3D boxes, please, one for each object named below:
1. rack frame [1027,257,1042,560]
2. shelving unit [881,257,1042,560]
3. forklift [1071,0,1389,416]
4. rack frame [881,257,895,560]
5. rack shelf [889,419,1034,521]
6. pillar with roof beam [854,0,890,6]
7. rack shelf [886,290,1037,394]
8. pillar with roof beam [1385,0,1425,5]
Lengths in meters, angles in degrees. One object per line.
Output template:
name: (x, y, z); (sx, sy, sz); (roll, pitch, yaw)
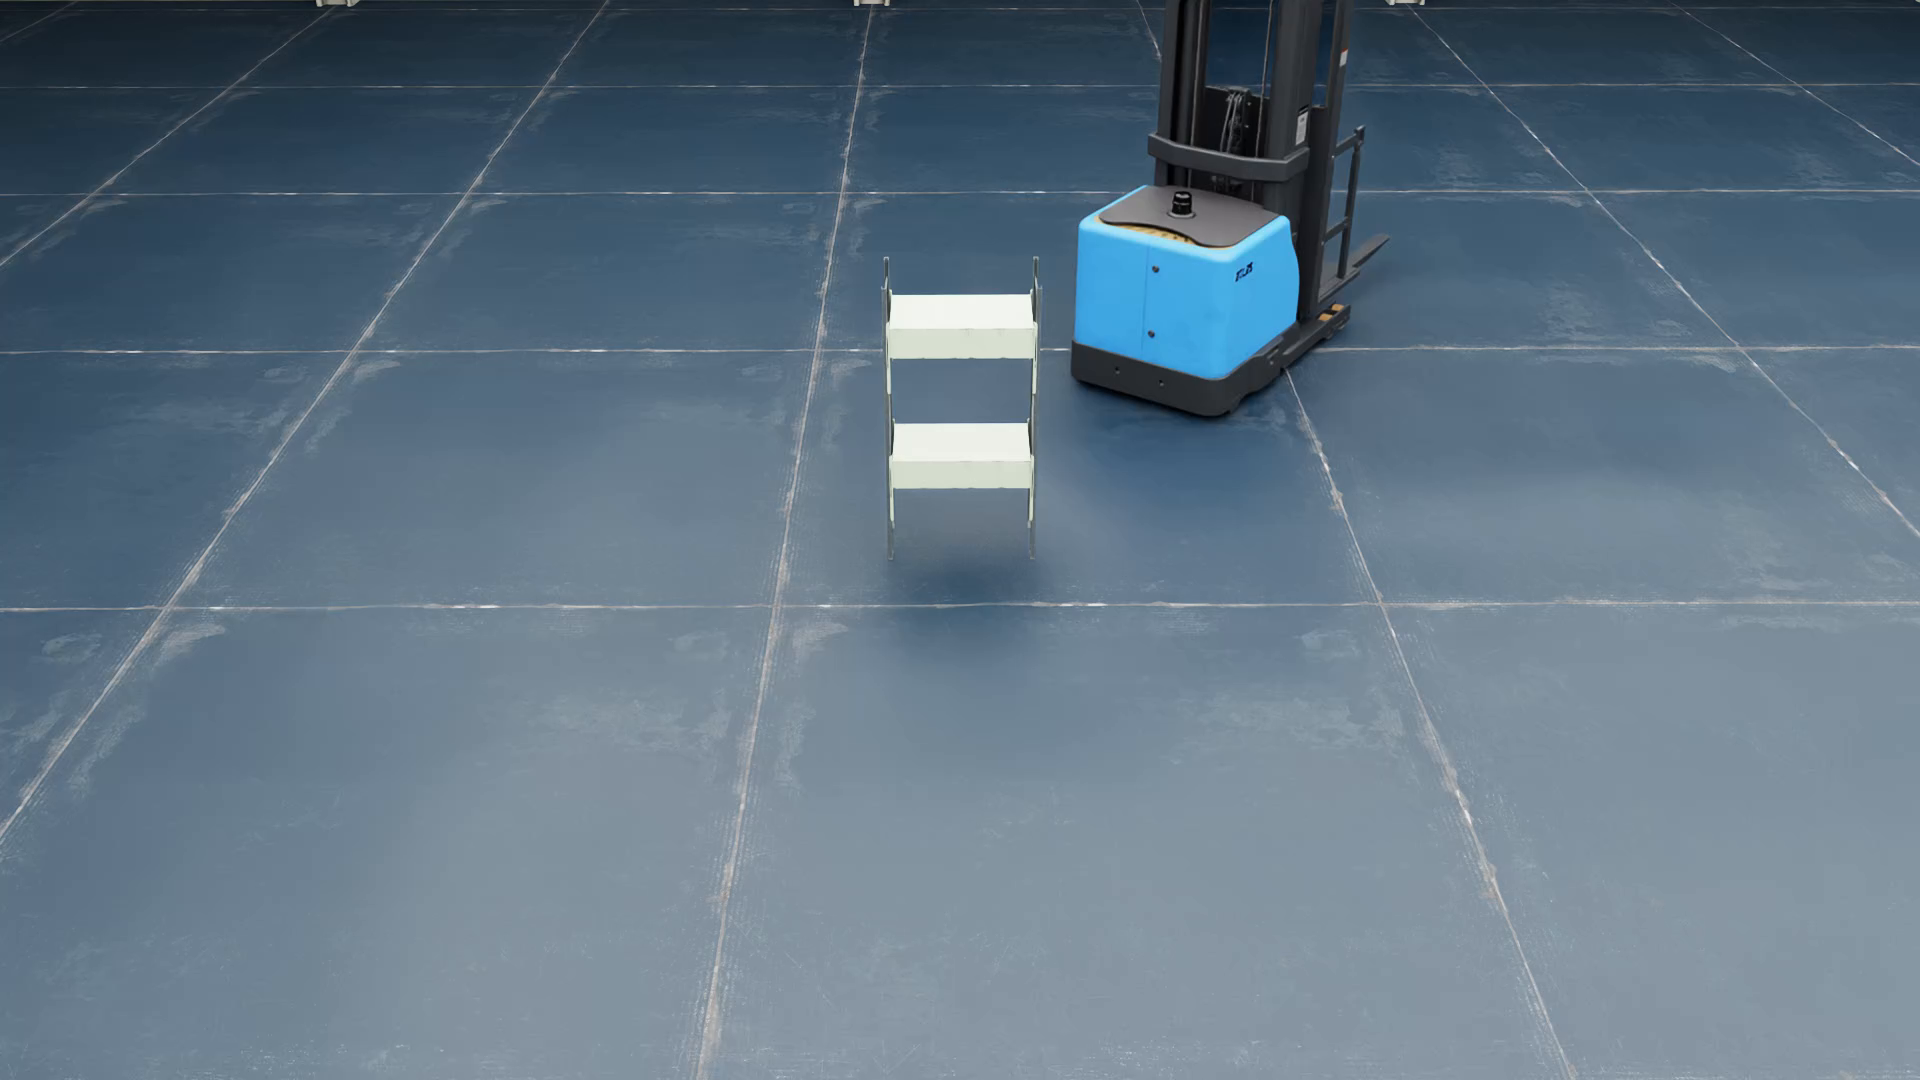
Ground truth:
rack frame: (0.373, -0.642, 8.363); (0.023, 1.500, 0.400); (0, 31, 0)
shelving unit: (0.007, -0.641, 8.361); (0.755, 1.500, 0.431); (0, 31, 0)
forklift: (1.940, -2.700, 10.374); (1.130, 2.935, 3.031); (20, 36, 29)
rack frame: (-0.359, -0.640, 8.359); (0.023, 1.500, 0.400); (0, 31, 0)
rack shelf: (0.007, -0.363, 8.530); (0.720, 0.370, 0.431); (0, 31, 0)
pillar with roof beam: (-0.964, -7.676, 12.726); (0.400, 9.000, 9.100); (0, 31, 0)
rack shelf: (0.007, -0.975, 8.159); (0.720, 0.370, 0.431); (0, 31, 0)
pillar with roof beam: (5.036, -7.695, 12.757); (0.400, 9.000, 9.100); (0, 31, 0)
